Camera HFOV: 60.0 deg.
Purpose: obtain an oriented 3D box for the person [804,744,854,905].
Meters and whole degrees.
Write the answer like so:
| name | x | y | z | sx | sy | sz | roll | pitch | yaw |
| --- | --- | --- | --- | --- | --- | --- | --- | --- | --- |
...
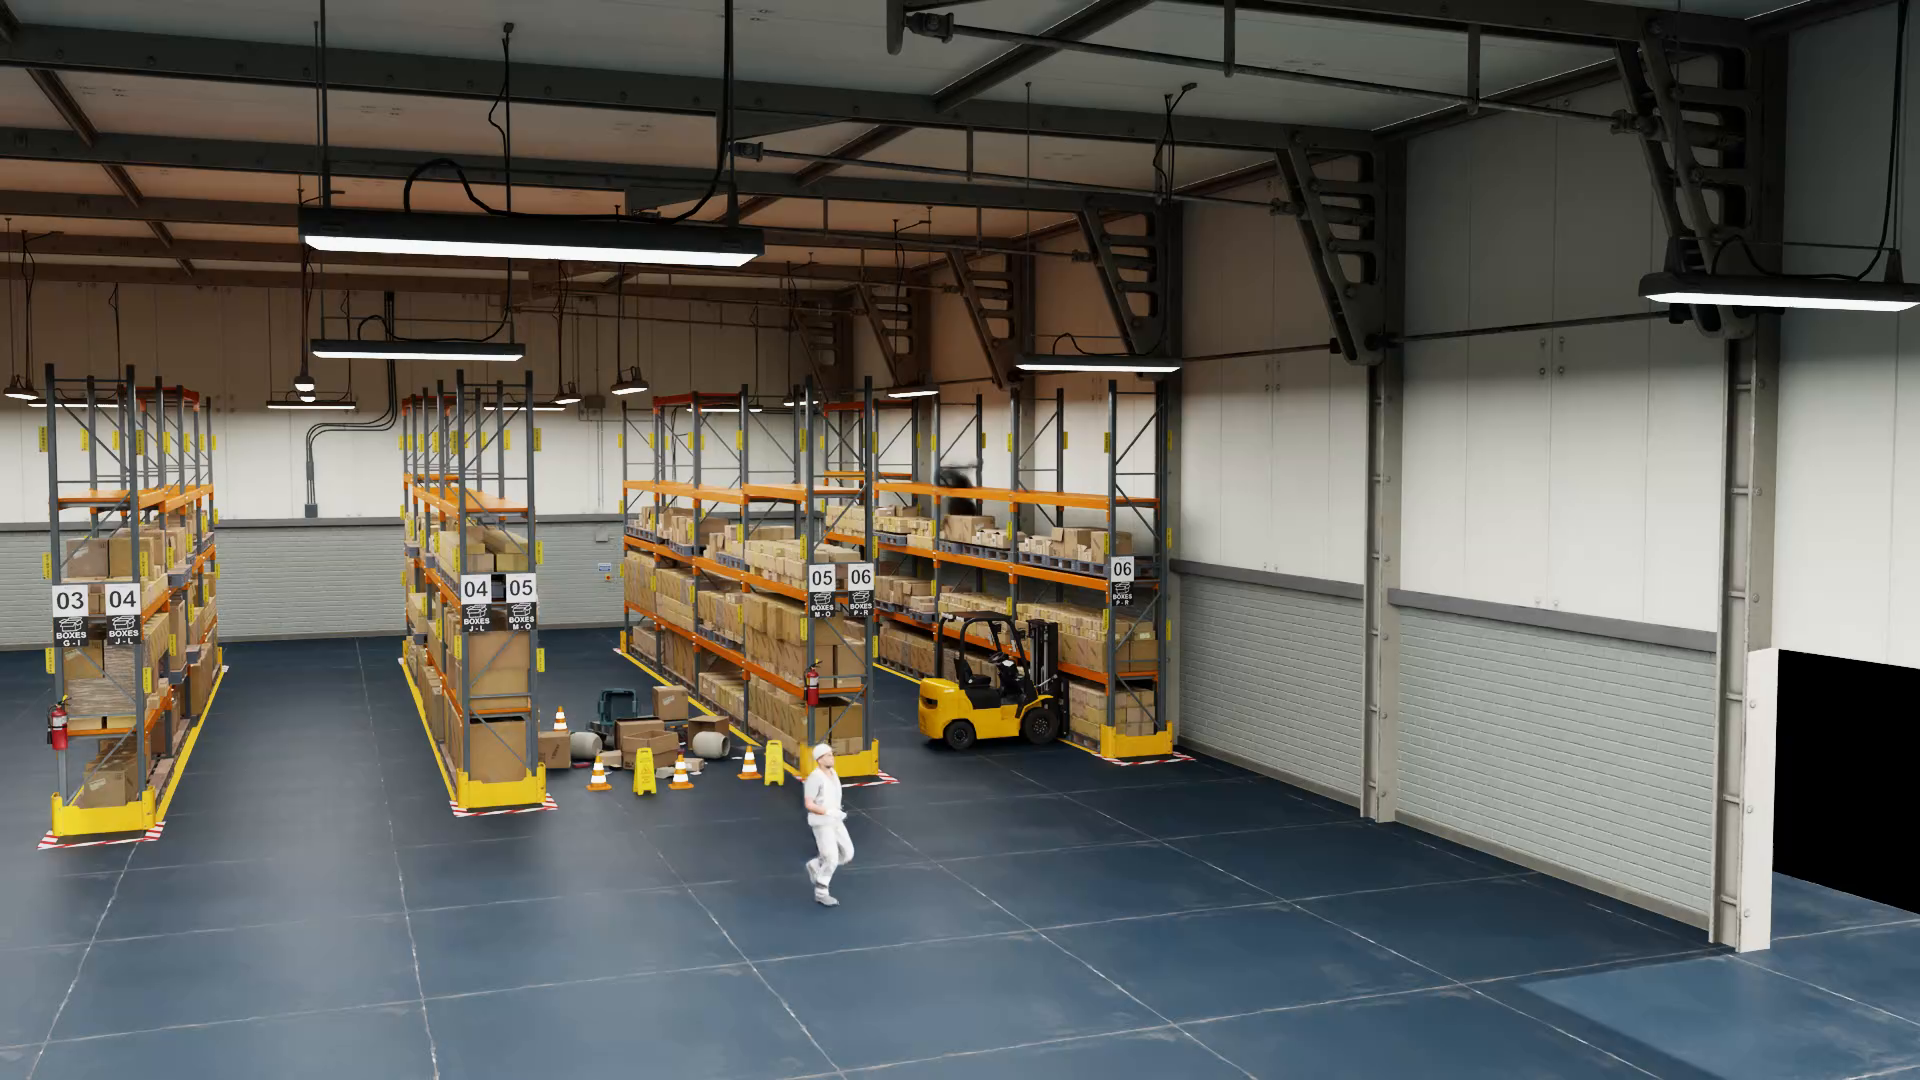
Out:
| name | x | y | z | sx | sy | sz | roll | pitch | yaw |
| --- | --- | --- | --- | --- | --- | --- | --- | --- | --- |
| person | -1.449 | 3.074 | 18.044 | 0.609 | 1.741 | 0.700 | 2 | 4 | 24 |
